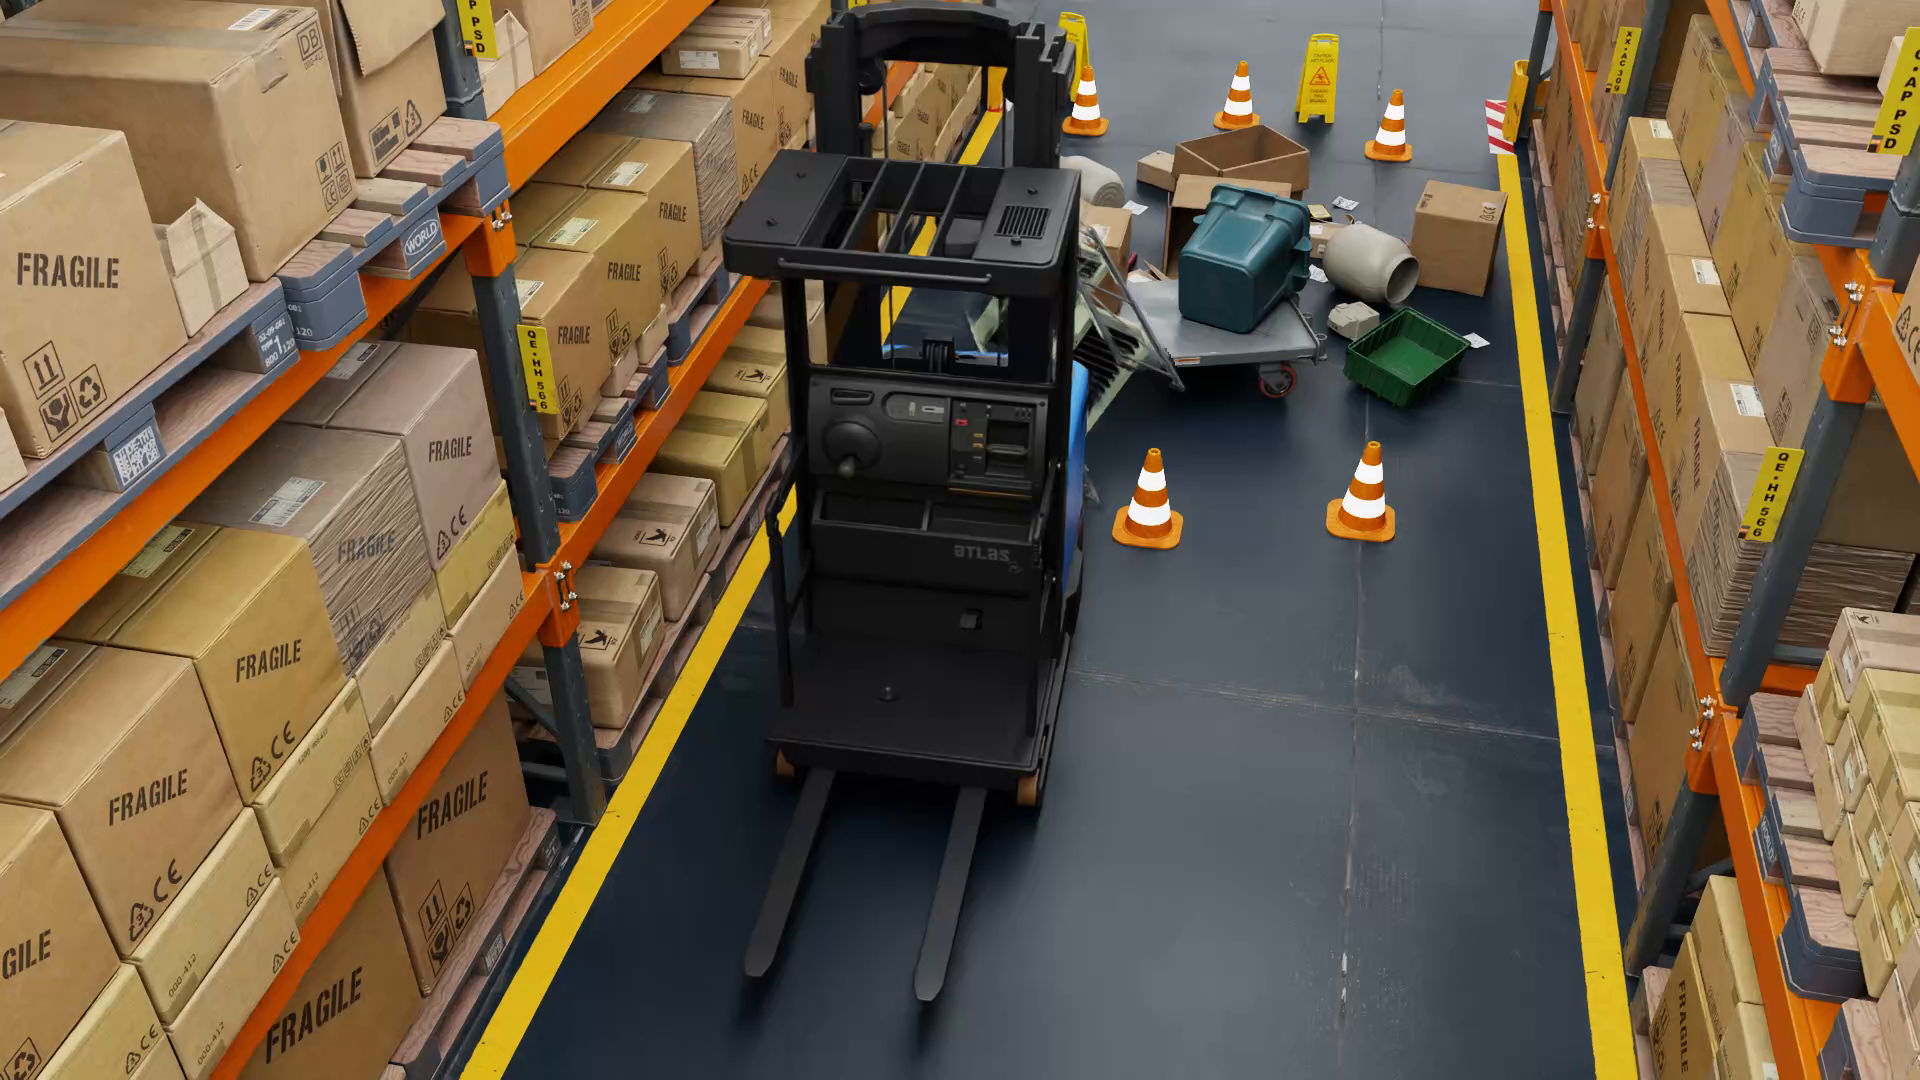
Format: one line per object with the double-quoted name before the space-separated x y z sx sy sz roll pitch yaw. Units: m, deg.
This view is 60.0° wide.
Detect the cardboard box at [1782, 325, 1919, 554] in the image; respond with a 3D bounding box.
"cardboard box" 3.031 -0.297 5.166 0.700 0.500 0.500 7 37 10

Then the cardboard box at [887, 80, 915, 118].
"cardboard box" -0.495 -2.737 10.264 0.380 0.149 0.250 9 37 12

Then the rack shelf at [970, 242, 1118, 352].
"rack shelf" 0.450 -1.239 8.814 0.431 0.720 0.370 18 33 -30

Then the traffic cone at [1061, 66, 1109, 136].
"traffic cone" 0.945 -3.309 12.421 0.336 0.463 0.334 7 37 10

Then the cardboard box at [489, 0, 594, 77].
"cardboard box" -1.720 -1.955 5.750 0.700 0.500 0.500 7 37 10

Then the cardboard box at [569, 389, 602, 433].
"cardboard box" -1.588 -0.547 6.305 0.380 0.149 0.250 5 36 7

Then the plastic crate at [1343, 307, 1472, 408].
"plastic crate" 2.537 -1.037 9.472 0.450 0.188 0.662 36 48 26

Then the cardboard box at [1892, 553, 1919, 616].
"cardboard box" 3.285 0.141 5.414 0.500 0.500 0.500 8 37 10

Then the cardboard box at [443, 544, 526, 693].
"cardboard box" -1.787 0.226 5.511 0.500 0.250 0.500 6 36 8

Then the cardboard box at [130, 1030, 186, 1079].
"cardboard box" -2.201 1.388 3.906 0.500 0.250 0.500 7 37 10

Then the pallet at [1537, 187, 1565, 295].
"pallet" 4.277 -1.887 10.674 1.003 0.211 1.213 7 37 10

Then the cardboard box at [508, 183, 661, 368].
"cardboard box" -1.506 -1.017 6.401 0.500 0.500 0.500 9 37 12

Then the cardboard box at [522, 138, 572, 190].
"cardboard box" -1.900 -1.371 6.890 0.500 0.500 0.500 5 36 7

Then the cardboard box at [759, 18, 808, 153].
"cardboard box" -1.057 -2.204 8.038 0.500 0.500 0.500 8 37 10

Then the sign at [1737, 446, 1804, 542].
"sign" 2.382 -0.132 4.889 0.100 0.325 0.005 7 37 10

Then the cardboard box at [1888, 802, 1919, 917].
"cardboard box" 2.469 0.783 3.964 0.380 0.149 0.250 6 36 8

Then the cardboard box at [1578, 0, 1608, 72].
"cardboard box" 4.188 -3.091 9.832 0.875 0.550 0.500 7 37 10

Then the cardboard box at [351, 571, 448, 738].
"cardboard box" -1.893 0.305 4.976 0.500 0.250 0.500 6 36 9

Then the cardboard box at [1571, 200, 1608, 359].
"cardboard box" 3.982 -1.550 9.285 0.875 0.875 0.875 8 37 11

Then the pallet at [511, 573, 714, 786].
"pallet" -1.764 0.524 7.348 1.003 0.211 1.213 7 37 10

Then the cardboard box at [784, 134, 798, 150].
"cardboard box" -1.012 -1.888 8.156 0.380 0.149 0.250 7 36 9

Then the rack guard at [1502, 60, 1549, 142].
"rack guard" 4.639 -3.183 12.216 1.175 0.500 0.348 7 37 10

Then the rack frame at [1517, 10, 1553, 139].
"rack frame" 4.634 -4.182 11.463 1.000 3.000 0.127 7 37 10

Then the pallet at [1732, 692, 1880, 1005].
"pallet" 2.877 0.904 4.610 1.213 0.211 1.003 7 37 10

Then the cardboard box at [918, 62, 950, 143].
"cardboard box" -0.363 -3.024 11.213 0.500 0.500 0.500 6 36 9

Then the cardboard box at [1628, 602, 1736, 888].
"cardboard box" 3.143 0.808 6.138 1.050 0.750 0.750 7 36 9

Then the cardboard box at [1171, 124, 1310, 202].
"cardboard box" 1.875 -2.409 11.145 0.797 0.503 0.637 -17 39 -22

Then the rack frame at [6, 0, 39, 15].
"rack frame" -5.928 -3.071 9.931 1.000 3.000 0.127 7 37 10

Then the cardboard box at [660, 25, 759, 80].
"cardboard box" -1.126 -2.195 7.473 0.380 0.149 0.250 6 36 8

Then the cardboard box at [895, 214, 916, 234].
"cardboard box" -0.585 -2.119 10.603 0.500 0.250 0.500 9 37 13

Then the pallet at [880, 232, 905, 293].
"pallet" -0.969 -1.711 10.431 1.003 0.211 1.213 7 37 10

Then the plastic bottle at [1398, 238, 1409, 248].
"plastic bottle" 2.774 -1.909 10.832 0.283 0.061 0.133 -5 36 -6

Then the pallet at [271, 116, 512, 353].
"pallet" -2.018 -0.920 4.568 1.213 0.211 1.003 9 37 12

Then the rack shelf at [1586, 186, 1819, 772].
"rack shelf" 3.352 -0.450 6.929 1.077 0.370 4.000 7 37 10

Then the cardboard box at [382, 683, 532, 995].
"cardboard box" -2.161 0.918 5.880 0.875 0.875 0.875 7 37 10

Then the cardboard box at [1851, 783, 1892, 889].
"cardboard box" 2.516 0.777 4.224 0.380 0.149 0.250 6 36 9

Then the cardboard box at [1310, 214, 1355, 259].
"cardboard box" 2.347 -1.998 10.780 0.396 0.266 0.258 14 38 18

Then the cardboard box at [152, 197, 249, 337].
"cardboard box" -1.884 -0.654 3.798 0.396 0.266 0.258 6 36 9

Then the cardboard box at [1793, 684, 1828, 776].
"cardboard box" 2.632 0.568 4.767 0.380 0.149 0.250 7 36 9

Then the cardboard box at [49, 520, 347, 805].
"cardboard box" -2.001 0.305 4.336 0.500 0.500 0.500 7 37 10

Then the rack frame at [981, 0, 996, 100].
"rack frame" -0.223 -4.744 12.240 1.000 3.000 0.127 7 37 10

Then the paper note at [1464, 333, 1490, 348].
"paper note" 3.039 -1.185 9.859 0.147 0.020 0.142 -17 39 -22

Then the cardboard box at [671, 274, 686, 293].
"cardboard box" -1.408 -1.168 7.162 0.380 0.149 0.250 9 37 12

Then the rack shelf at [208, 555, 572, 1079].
"rack shelf" -2.359 1.280 4.541 1.077 0.370 4.000 7 37 10

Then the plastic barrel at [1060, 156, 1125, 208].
"plastic barrel" 0.814 -2.327 11.100 0.421 0.421 0.512 -24 42 -30

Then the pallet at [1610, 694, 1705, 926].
"pallet" 3.167 1.091 6.564 1.003 0.211 1.213 7 37 10

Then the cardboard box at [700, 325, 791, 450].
"cardboard box" -1.338 -0.843 8.739 0.950 0.372 0.625 10 37 13

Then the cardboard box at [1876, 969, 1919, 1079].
"cardboard box" 2.407 1.184 3.916 0.380 0.149 0.250 8 37 11

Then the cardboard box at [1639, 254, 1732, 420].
"cardboard box" 3.079 -0.794 6.705 0.500 0.500 0.500 8 37 11

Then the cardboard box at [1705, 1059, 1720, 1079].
"cardboard box" 2.421 1.909 4.832 0.500 0.500 0.500 8 37 11

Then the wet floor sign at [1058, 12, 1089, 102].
"wet floor sign" 0.862 -3.766 12.896 0.267 0.644 0.232 20 41 26

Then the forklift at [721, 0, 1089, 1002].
"forklift" -0.162 -0.336 6.216 1.130 2.935 3.031 6 36 8

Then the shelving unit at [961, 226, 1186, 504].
"shelving unit" 0.541 -0.987 8.530 0.431 0.755 1.500 18 33 -30

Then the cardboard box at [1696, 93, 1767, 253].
"cardboard box" 3.463 -1.463 6.776 0.700 0.500 0.500 8 37 10

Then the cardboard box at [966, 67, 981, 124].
"cardboard box" -0.138 -3.290 12.218 0.500 0.250 0.500 7 37 10
